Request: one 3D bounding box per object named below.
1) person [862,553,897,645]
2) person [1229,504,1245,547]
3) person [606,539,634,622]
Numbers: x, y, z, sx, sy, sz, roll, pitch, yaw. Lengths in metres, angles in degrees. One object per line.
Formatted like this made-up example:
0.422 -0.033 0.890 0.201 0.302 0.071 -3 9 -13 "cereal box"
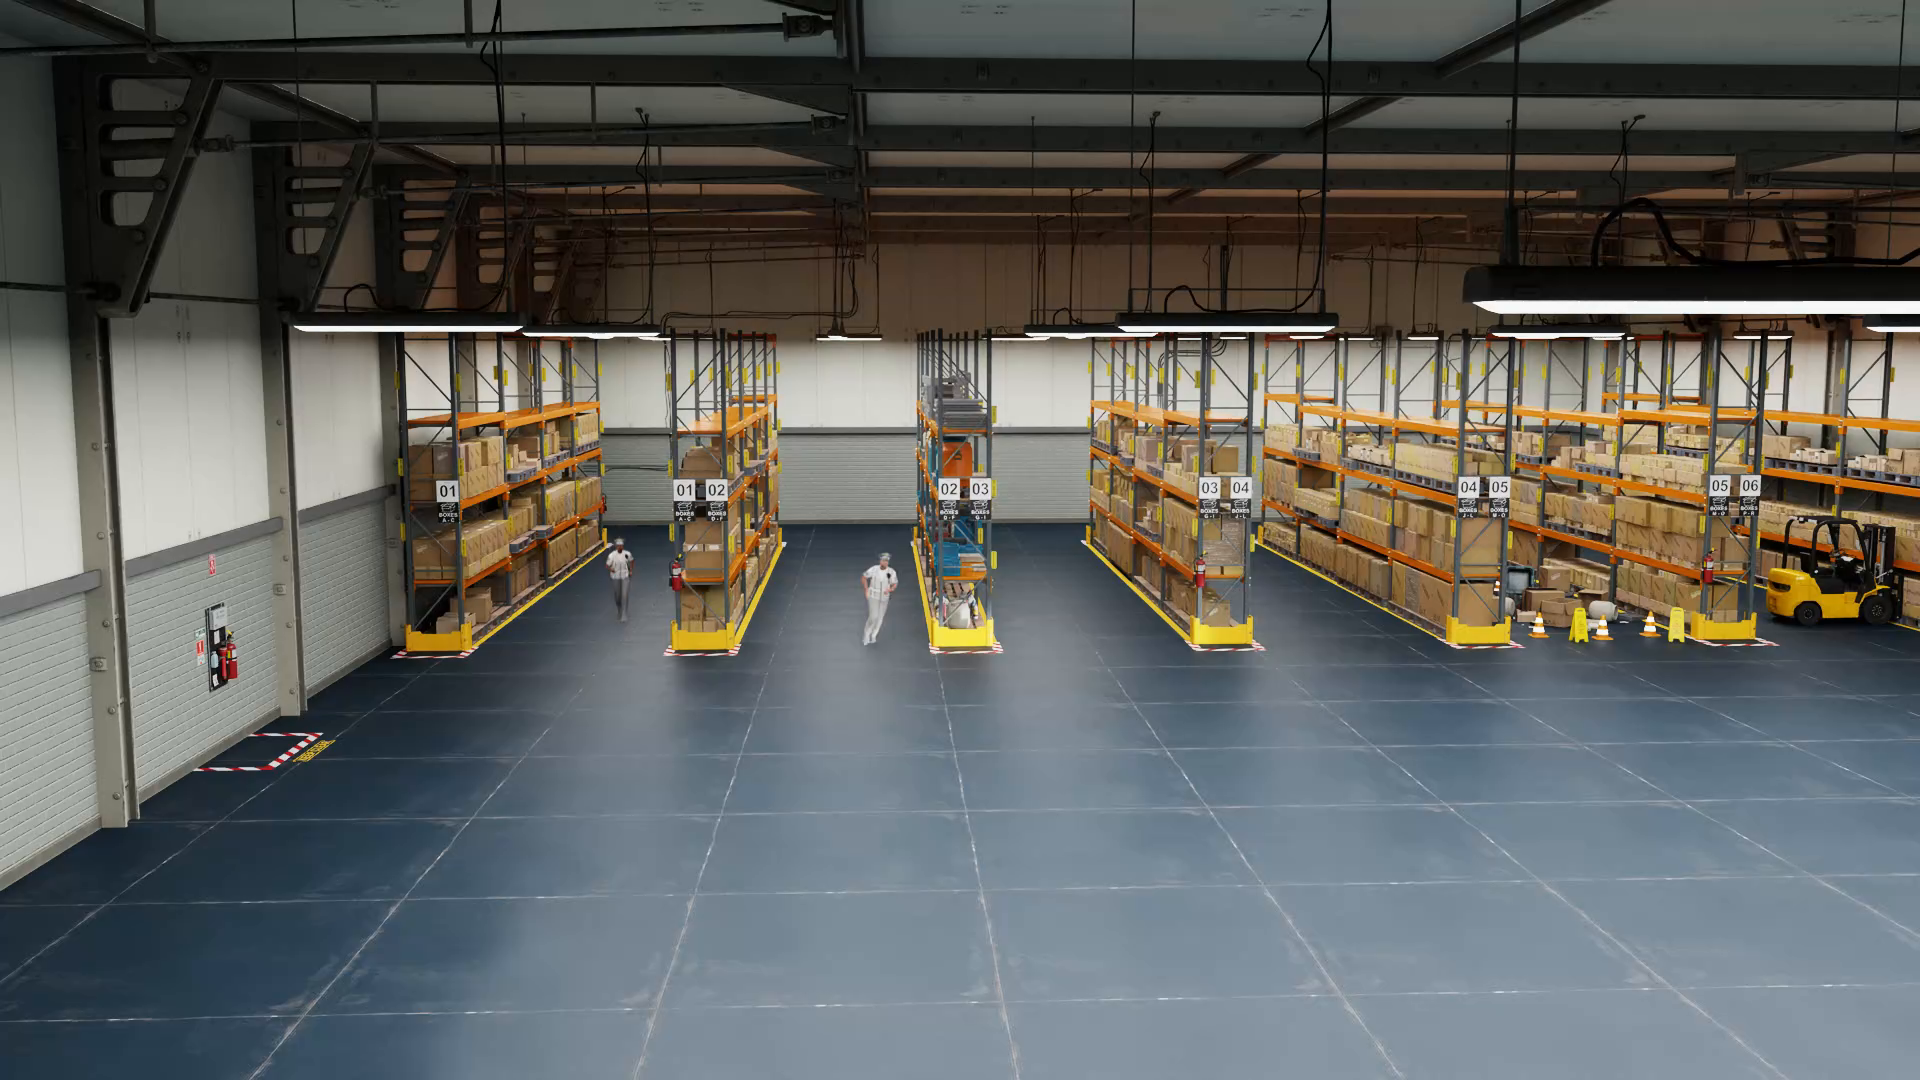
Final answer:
-1.536 1.126 31.856 0.684 1.768 0.654 -2 7 -14 "person"
7.472 -0.429 44.509 0.671 1.748 0.731 0 7 2 "person"
-7.065 0.806 34.602 0.587 1.697 0.930 -1 7 -11 "person"
